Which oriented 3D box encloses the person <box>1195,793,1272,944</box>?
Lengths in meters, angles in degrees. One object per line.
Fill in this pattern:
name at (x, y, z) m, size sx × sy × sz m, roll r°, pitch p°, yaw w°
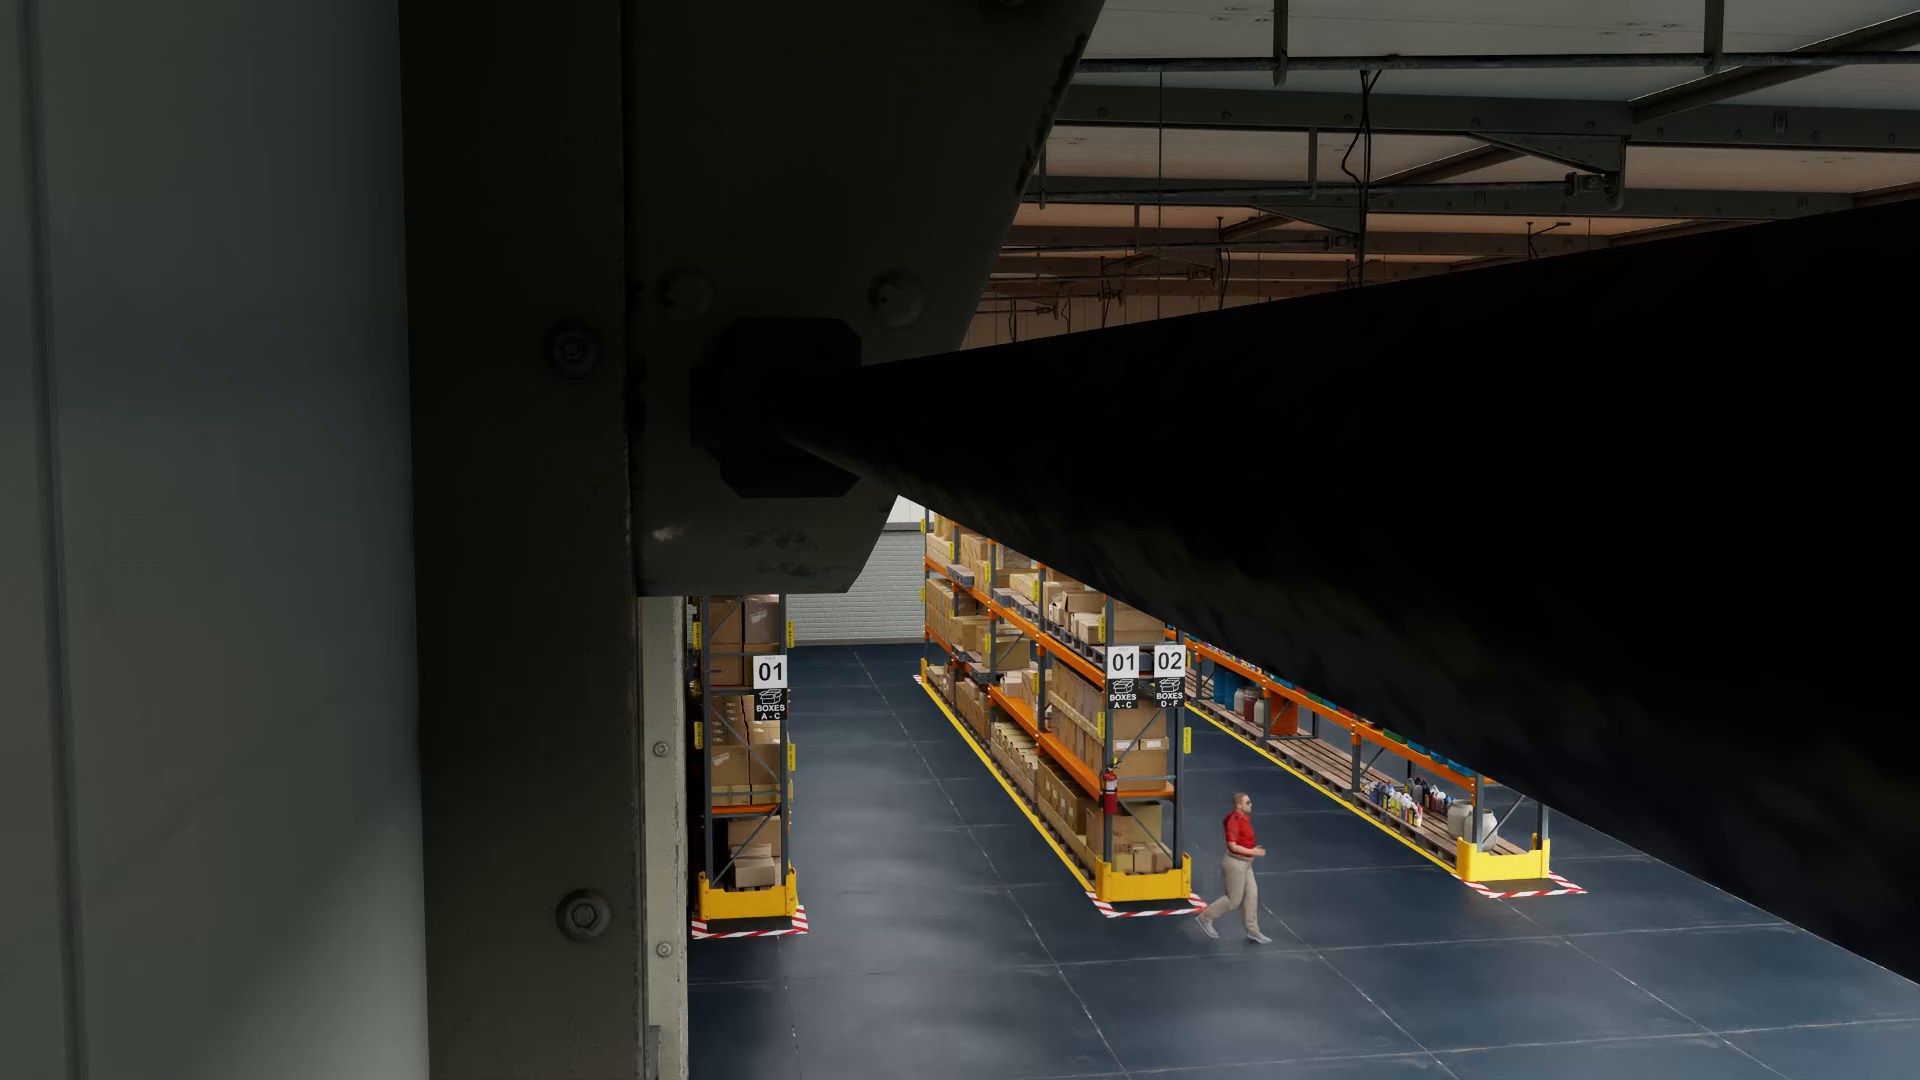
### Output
person at (3.181, 3.785, 19.225) m, size 0.869 × 1.757 × 0.686 m, roll 2°, pitch 5°, yaw 18°
